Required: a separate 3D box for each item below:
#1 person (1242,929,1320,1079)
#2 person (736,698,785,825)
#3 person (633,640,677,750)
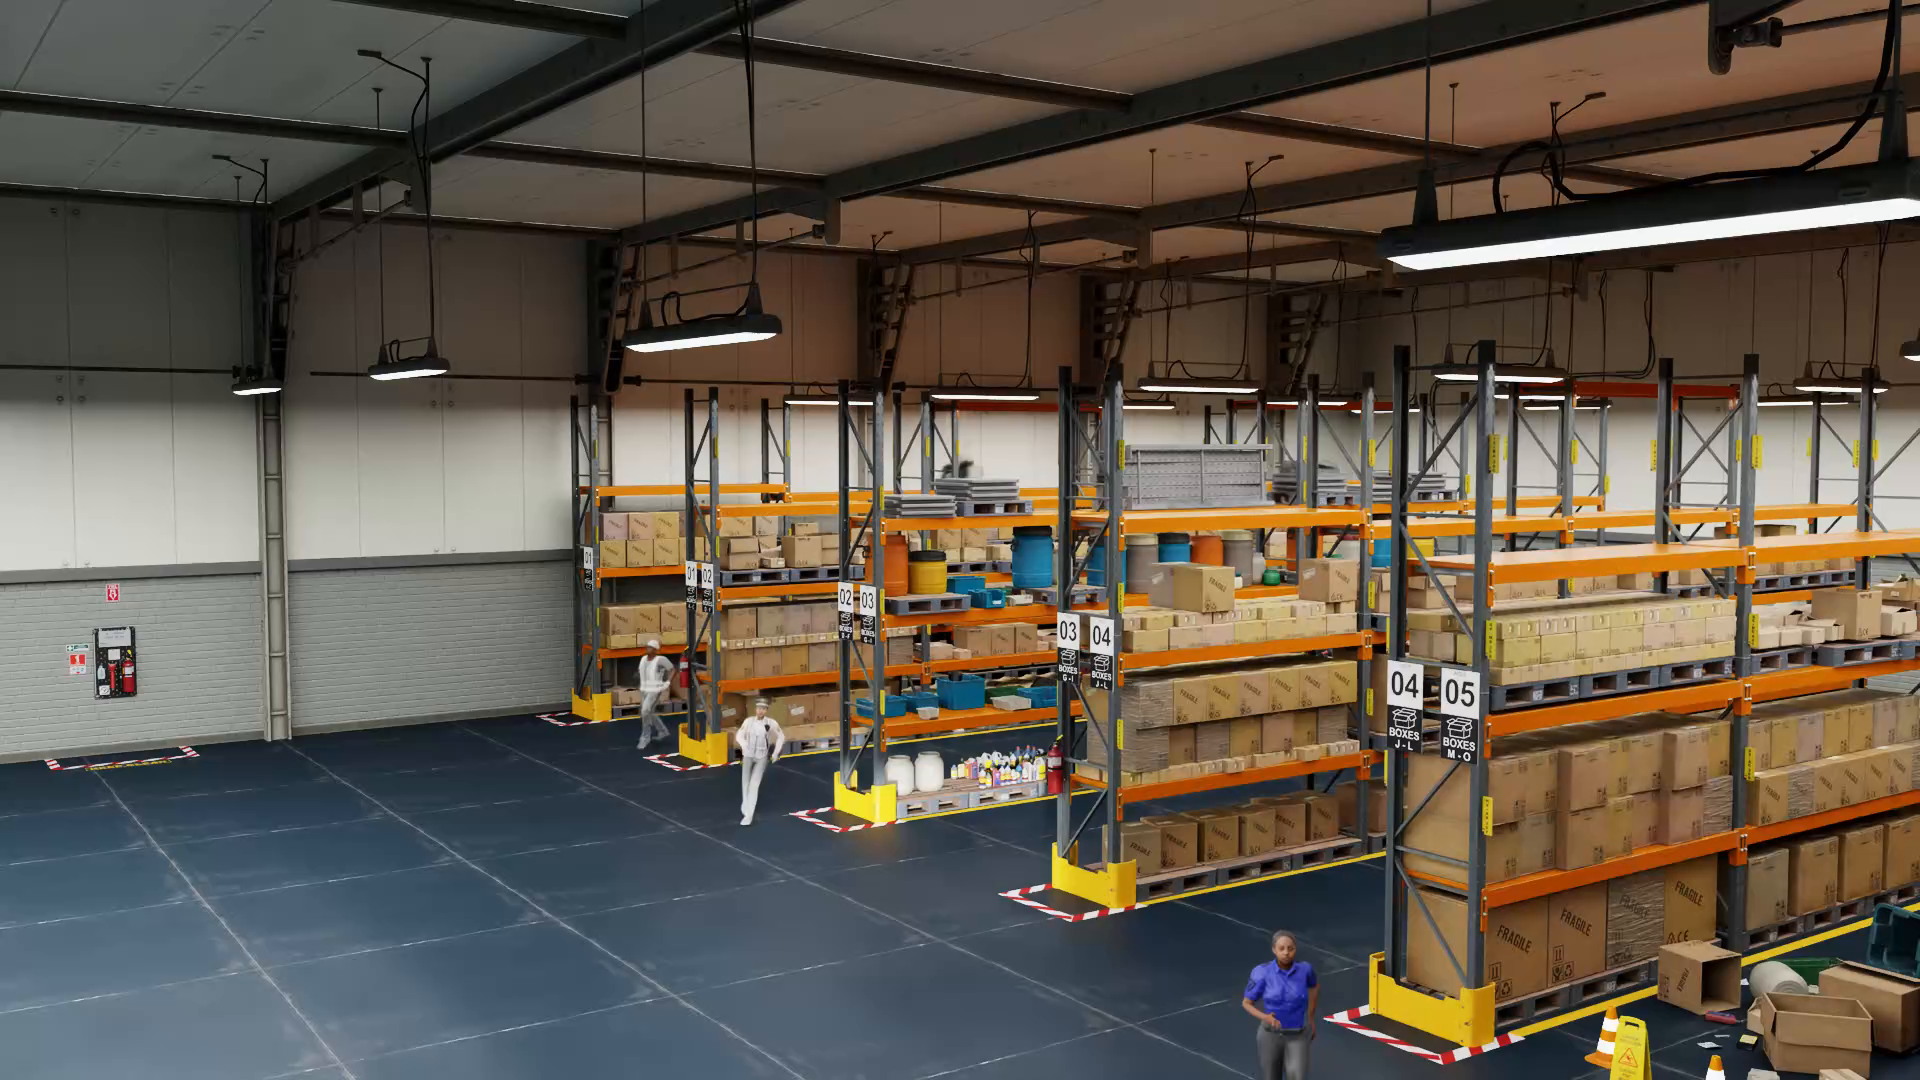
[{"bbox_3d":[2.301,3.624,11.914,0.564,1.715,0.784,0,3,8],"label":"person"},{"bbox_3d":[-2.719,2.960,22.549,0.659,1.672,0.838,0,3,4],"label":"person"},{"bbox_3d":[-5.223,2.602,28.090,0.745,1.829,0.771,3,4,38],"label":"person"}]
